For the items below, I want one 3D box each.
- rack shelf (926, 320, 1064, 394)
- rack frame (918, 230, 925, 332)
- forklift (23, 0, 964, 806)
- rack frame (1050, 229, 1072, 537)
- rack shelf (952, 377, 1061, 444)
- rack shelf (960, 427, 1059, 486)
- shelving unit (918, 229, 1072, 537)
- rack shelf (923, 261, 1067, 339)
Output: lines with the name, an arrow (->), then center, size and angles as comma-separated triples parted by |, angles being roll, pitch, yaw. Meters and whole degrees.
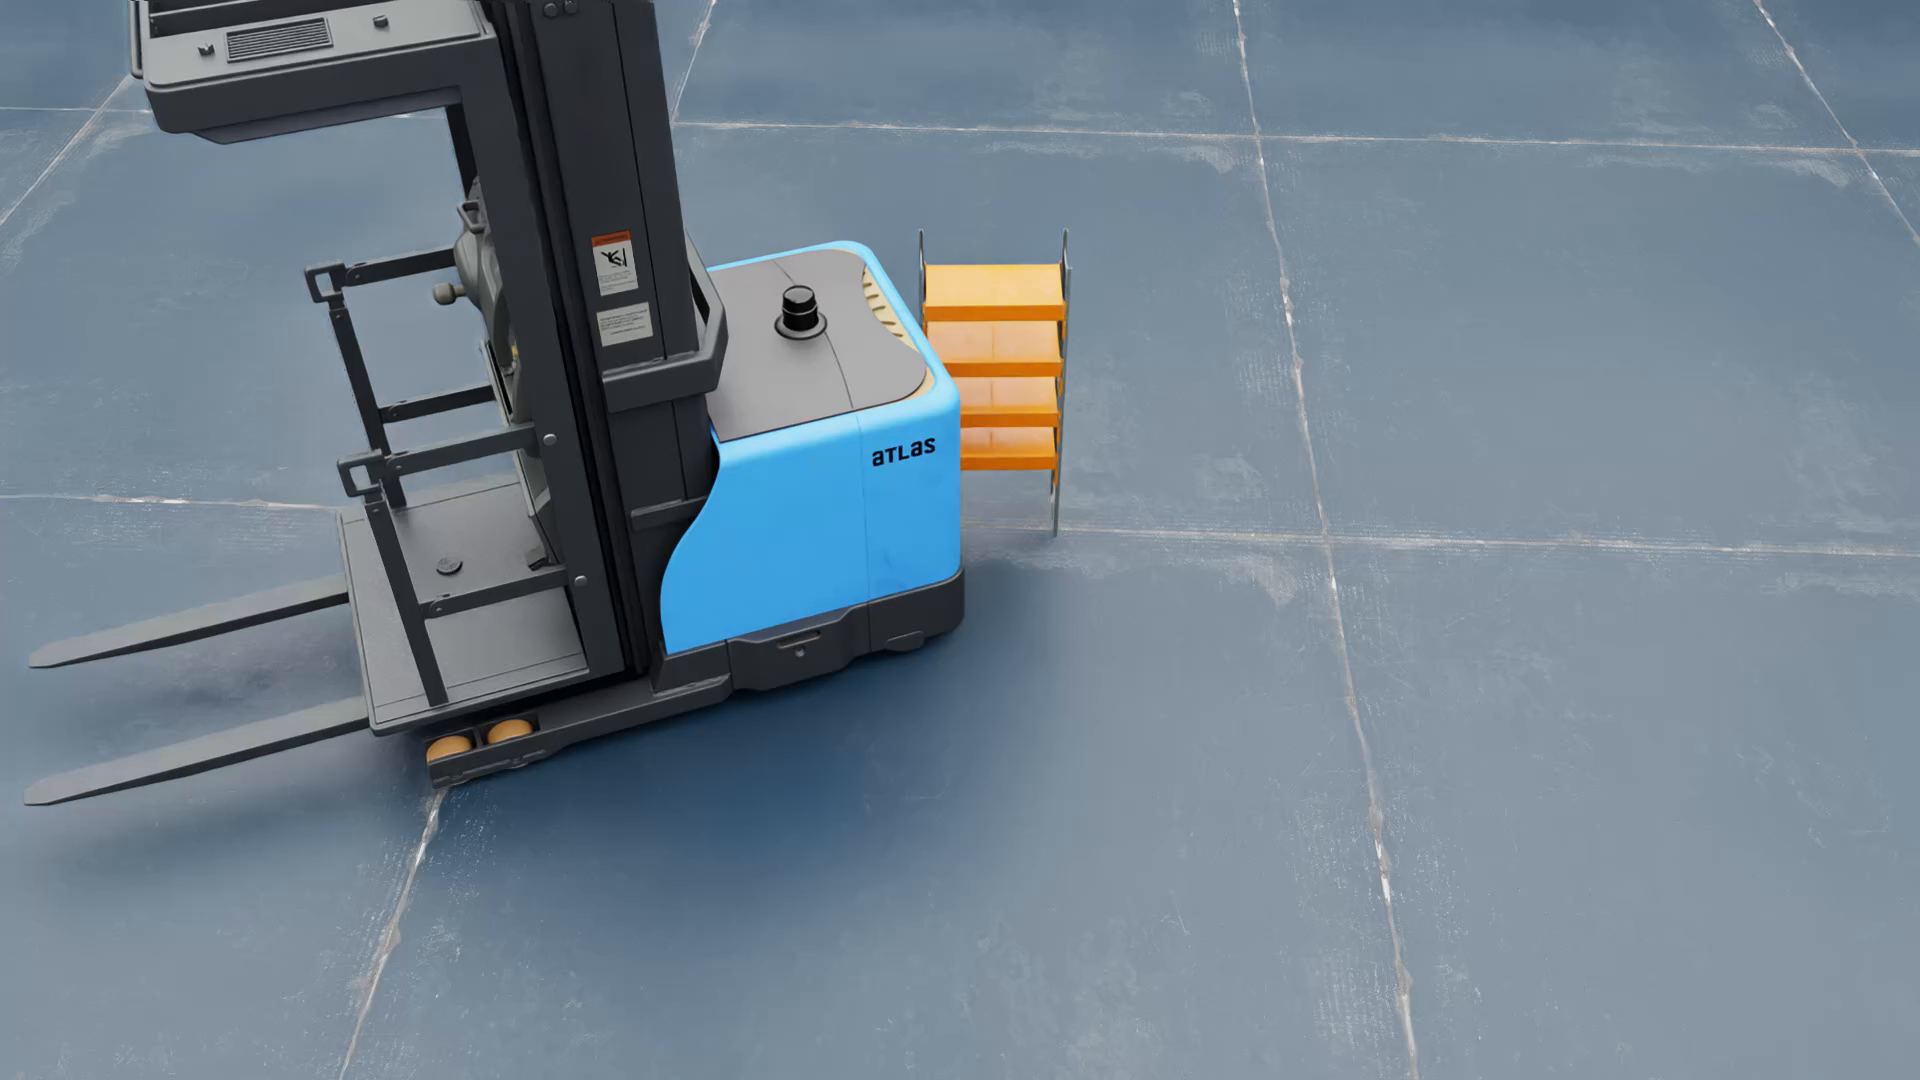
rack shelf -> 0.114, -0.644, 5.832 | 0.480, 0.148, 0.258 | 0, 43, -1
rack frame -> -0.130, -0.528, 5.936 | 0.015, 1.200, 0.240 | 0, 43, -1
forklift -> -1.556, -0.686, 4.836 | 3.031, 2.935, 1.130 | -15, 45, -15
rack frame -> 0.358, -0.532, 5.941 | 0.015, 1.200, 0.240 | 0, 43, -1
rack shelf -> 0.114, -0.480, 5.984 | 0.480, 0.148, 0.258 | 0, 43, -1
rack shelf -> 0.114, -0.335, 6.120 | 0.480, 0.148, 0.258 | 0, 43, -1
shelving unit -> 0.114, -0.530, 5.938 | 0.503, 1.200, 0.258 | 0, 43, -1
rack shelf -> 0.114, -0.817, 5.671 | 0.480, 0.148, 0.258 | 0, 43, -1
